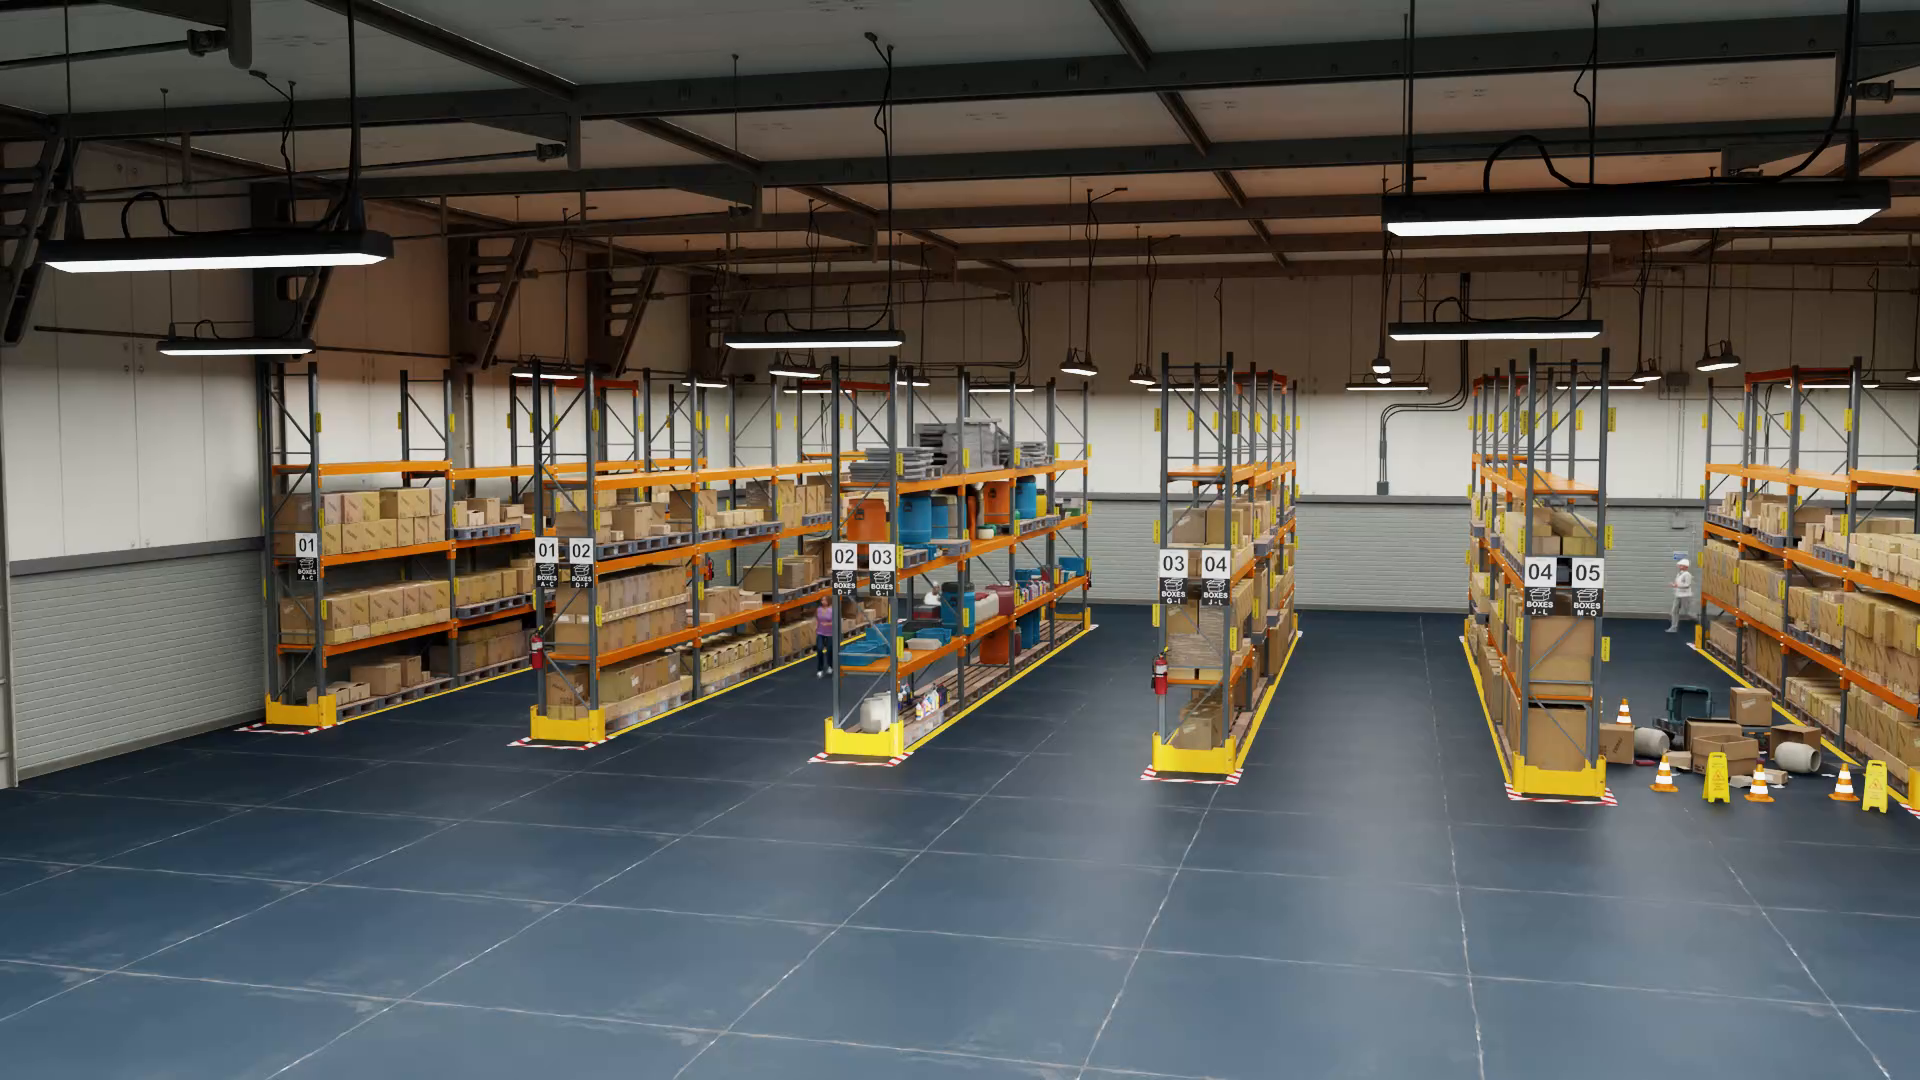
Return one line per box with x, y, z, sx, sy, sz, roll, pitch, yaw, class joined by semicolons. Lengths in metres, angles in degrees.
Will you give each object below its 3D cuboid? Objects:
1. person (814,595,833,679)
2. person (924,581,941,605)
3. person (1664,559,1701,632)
-2.637;1.899;32.750;0.537;1.641;0.705;1;4;9;person
-0.520;1.724;35.112;0.596;1.715;0.726;1;4;12;person
17.202;1.329;39.473;0.908;1.755;0.662;0;4;0;person
